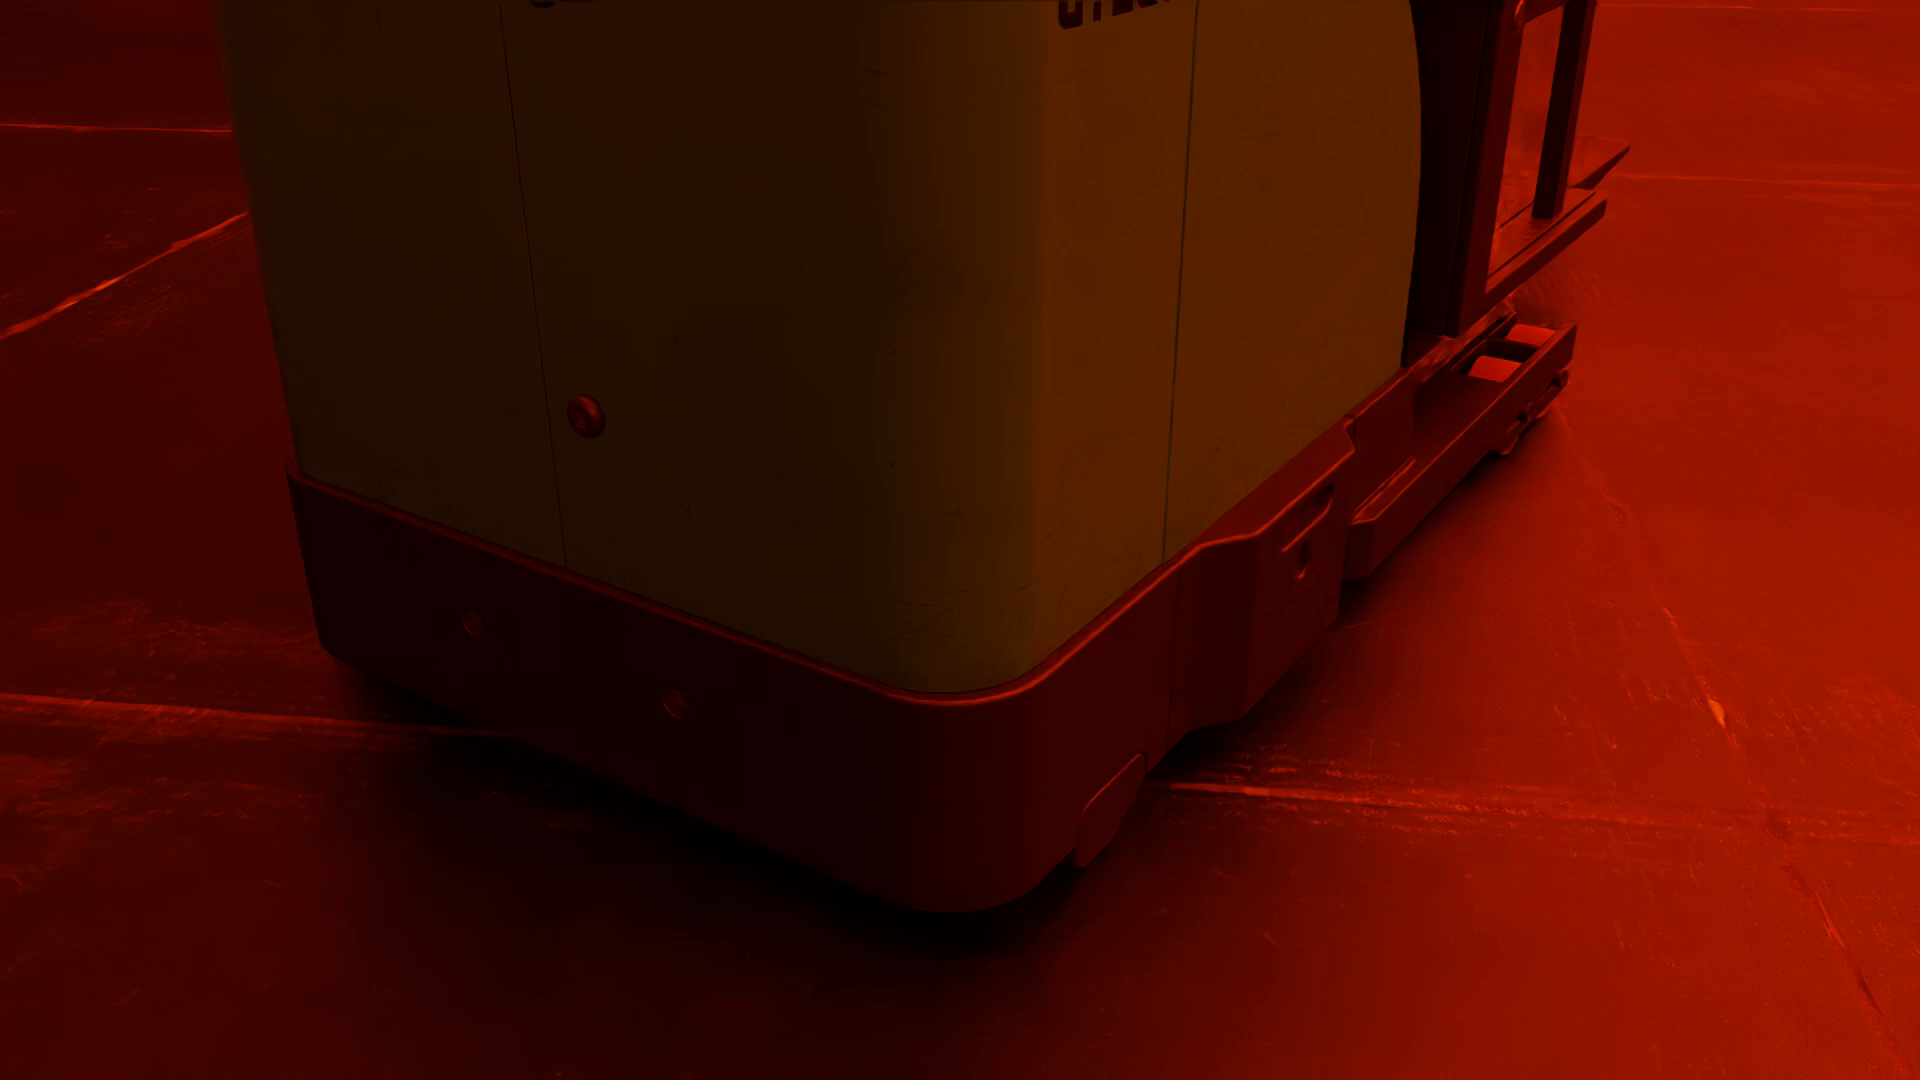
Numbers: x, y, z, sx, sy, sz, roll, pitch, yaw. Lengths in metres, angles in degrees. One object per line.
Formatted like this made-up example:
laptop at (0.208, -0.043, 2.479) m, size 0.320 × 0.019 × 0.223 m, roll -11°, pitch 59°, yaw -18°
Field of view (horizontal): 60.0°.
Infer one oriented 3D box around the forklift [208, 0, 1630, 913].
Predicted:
forklift at (0.426, -1.558, 2.339) m, size 1.130 × 2.935 × 3.031 m, roll 17°, pitch 31°, yaw 30°
